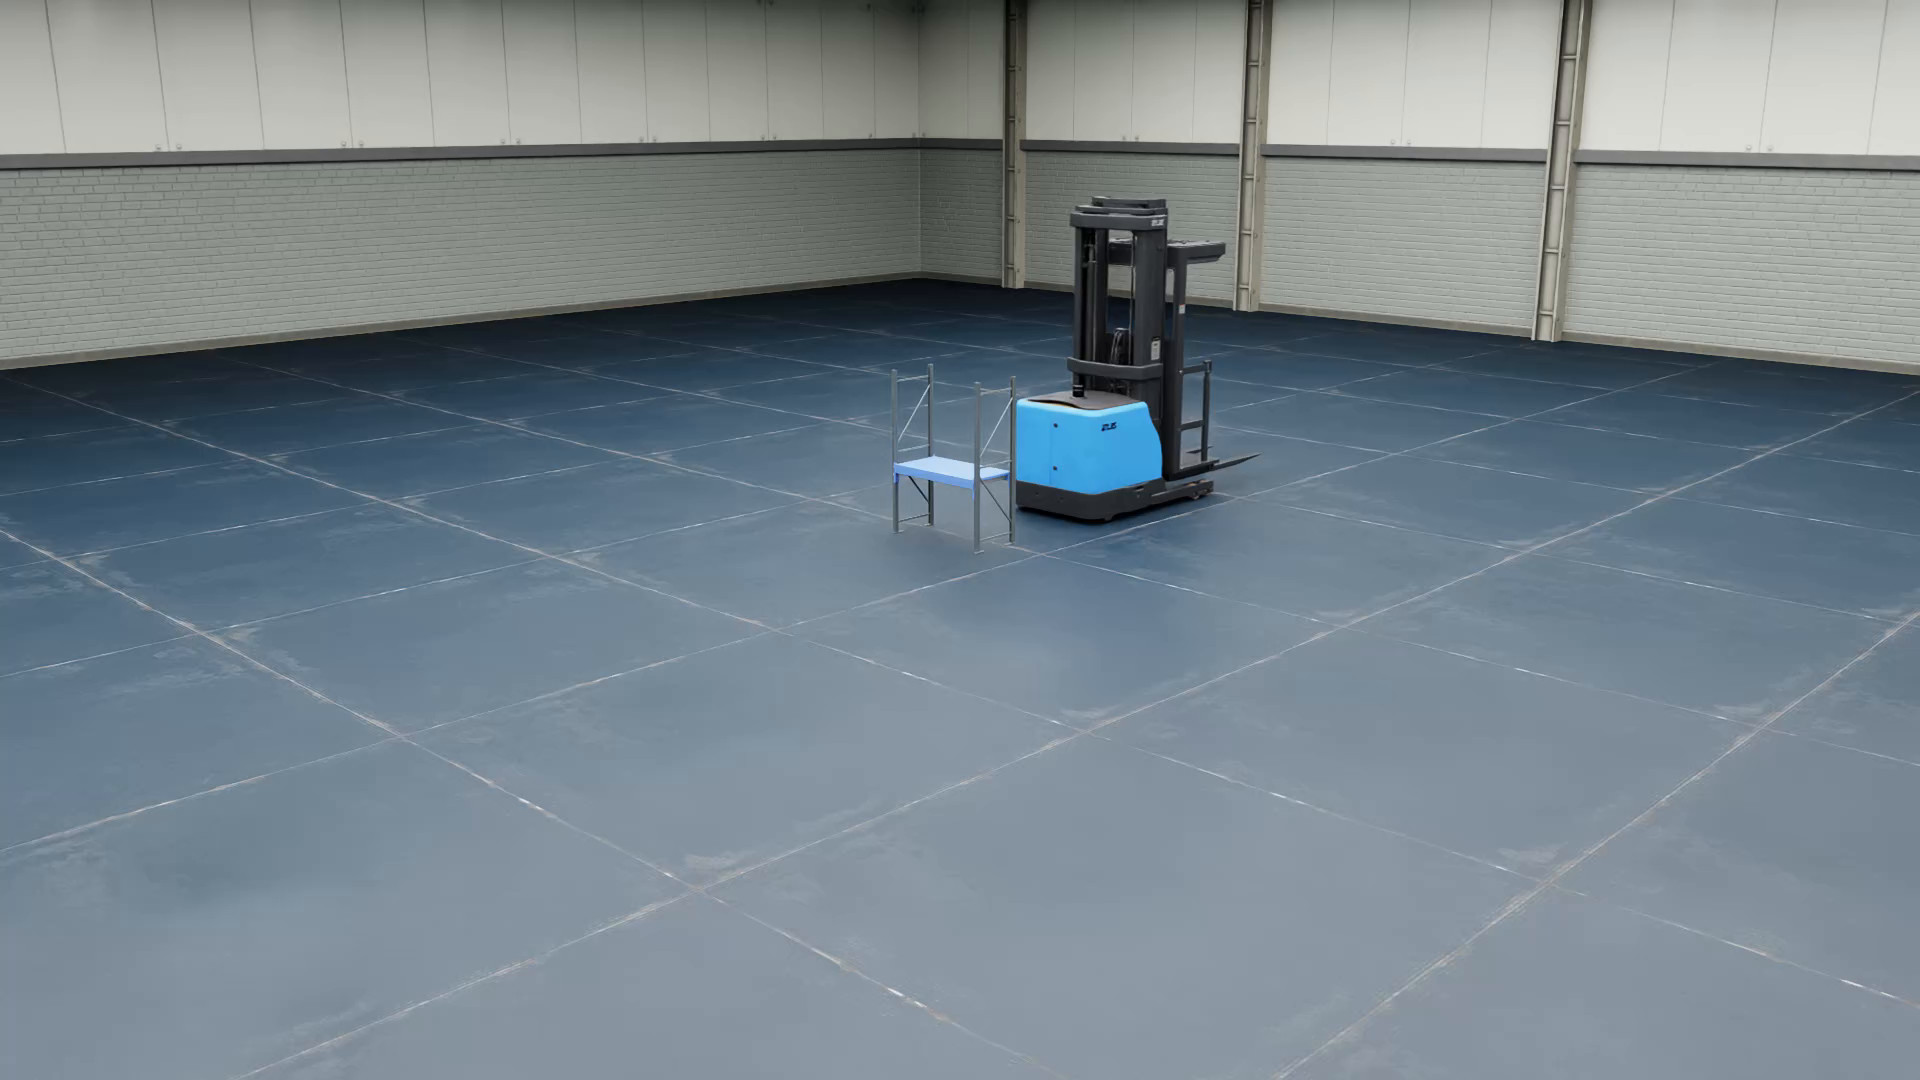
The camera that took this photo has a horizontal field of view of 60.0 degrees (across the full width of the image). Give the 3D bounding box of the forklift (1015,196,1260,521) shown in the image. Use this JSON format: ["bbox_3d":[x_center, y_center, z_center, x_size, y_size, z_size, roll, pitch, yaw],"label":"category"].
[{"bbox_3d":[1.884,-1.893,16.385,1.130,2.935,3.031,13,20,42],"label":"forklift"}]

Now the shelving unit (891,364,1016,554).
[{"bbox_3d":[-0.061,-0.741,14.800,1.048,1.500,0.538,14,20,42],"label":"shelving unit"}]

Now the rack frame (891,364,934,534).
[{"bbox_3d":[-0.427,-0.830,15.142,0.032,1.500,0.500,14,20,42],"label":"rack frame"}]

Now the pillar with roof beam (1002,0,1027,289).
[{"bbox_3d":[-1.843,-9.010,31.665,0.400,9.000,9.100,14,20,42],"label":"pillar with roof beam"}]

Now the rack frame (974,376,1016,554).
[{"bbox_3d":[0.305,-0.652,14.459,0.032,1.500,0.500,14,20,42],"label":"rack frame"}]

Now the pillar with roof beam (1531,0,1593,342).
[{"bbox_3d":[6.795,-6.910,23.605,0.400,9.000,9.100,14,20,42],"label":"pillar with roof beam"}]

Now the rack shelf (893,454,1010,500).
[{"bbox_3d":[-0.061,-0.567,14.846,1.000,0.185,0.538,14,20,42],"label":"rack shelf"}]

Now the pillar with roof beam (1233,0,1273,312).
[{"bbox_3d":[2.476,-7.960,27.635,0.400,9.000,9.100,14,20,42],"label":"pillar with roof beam"}]
